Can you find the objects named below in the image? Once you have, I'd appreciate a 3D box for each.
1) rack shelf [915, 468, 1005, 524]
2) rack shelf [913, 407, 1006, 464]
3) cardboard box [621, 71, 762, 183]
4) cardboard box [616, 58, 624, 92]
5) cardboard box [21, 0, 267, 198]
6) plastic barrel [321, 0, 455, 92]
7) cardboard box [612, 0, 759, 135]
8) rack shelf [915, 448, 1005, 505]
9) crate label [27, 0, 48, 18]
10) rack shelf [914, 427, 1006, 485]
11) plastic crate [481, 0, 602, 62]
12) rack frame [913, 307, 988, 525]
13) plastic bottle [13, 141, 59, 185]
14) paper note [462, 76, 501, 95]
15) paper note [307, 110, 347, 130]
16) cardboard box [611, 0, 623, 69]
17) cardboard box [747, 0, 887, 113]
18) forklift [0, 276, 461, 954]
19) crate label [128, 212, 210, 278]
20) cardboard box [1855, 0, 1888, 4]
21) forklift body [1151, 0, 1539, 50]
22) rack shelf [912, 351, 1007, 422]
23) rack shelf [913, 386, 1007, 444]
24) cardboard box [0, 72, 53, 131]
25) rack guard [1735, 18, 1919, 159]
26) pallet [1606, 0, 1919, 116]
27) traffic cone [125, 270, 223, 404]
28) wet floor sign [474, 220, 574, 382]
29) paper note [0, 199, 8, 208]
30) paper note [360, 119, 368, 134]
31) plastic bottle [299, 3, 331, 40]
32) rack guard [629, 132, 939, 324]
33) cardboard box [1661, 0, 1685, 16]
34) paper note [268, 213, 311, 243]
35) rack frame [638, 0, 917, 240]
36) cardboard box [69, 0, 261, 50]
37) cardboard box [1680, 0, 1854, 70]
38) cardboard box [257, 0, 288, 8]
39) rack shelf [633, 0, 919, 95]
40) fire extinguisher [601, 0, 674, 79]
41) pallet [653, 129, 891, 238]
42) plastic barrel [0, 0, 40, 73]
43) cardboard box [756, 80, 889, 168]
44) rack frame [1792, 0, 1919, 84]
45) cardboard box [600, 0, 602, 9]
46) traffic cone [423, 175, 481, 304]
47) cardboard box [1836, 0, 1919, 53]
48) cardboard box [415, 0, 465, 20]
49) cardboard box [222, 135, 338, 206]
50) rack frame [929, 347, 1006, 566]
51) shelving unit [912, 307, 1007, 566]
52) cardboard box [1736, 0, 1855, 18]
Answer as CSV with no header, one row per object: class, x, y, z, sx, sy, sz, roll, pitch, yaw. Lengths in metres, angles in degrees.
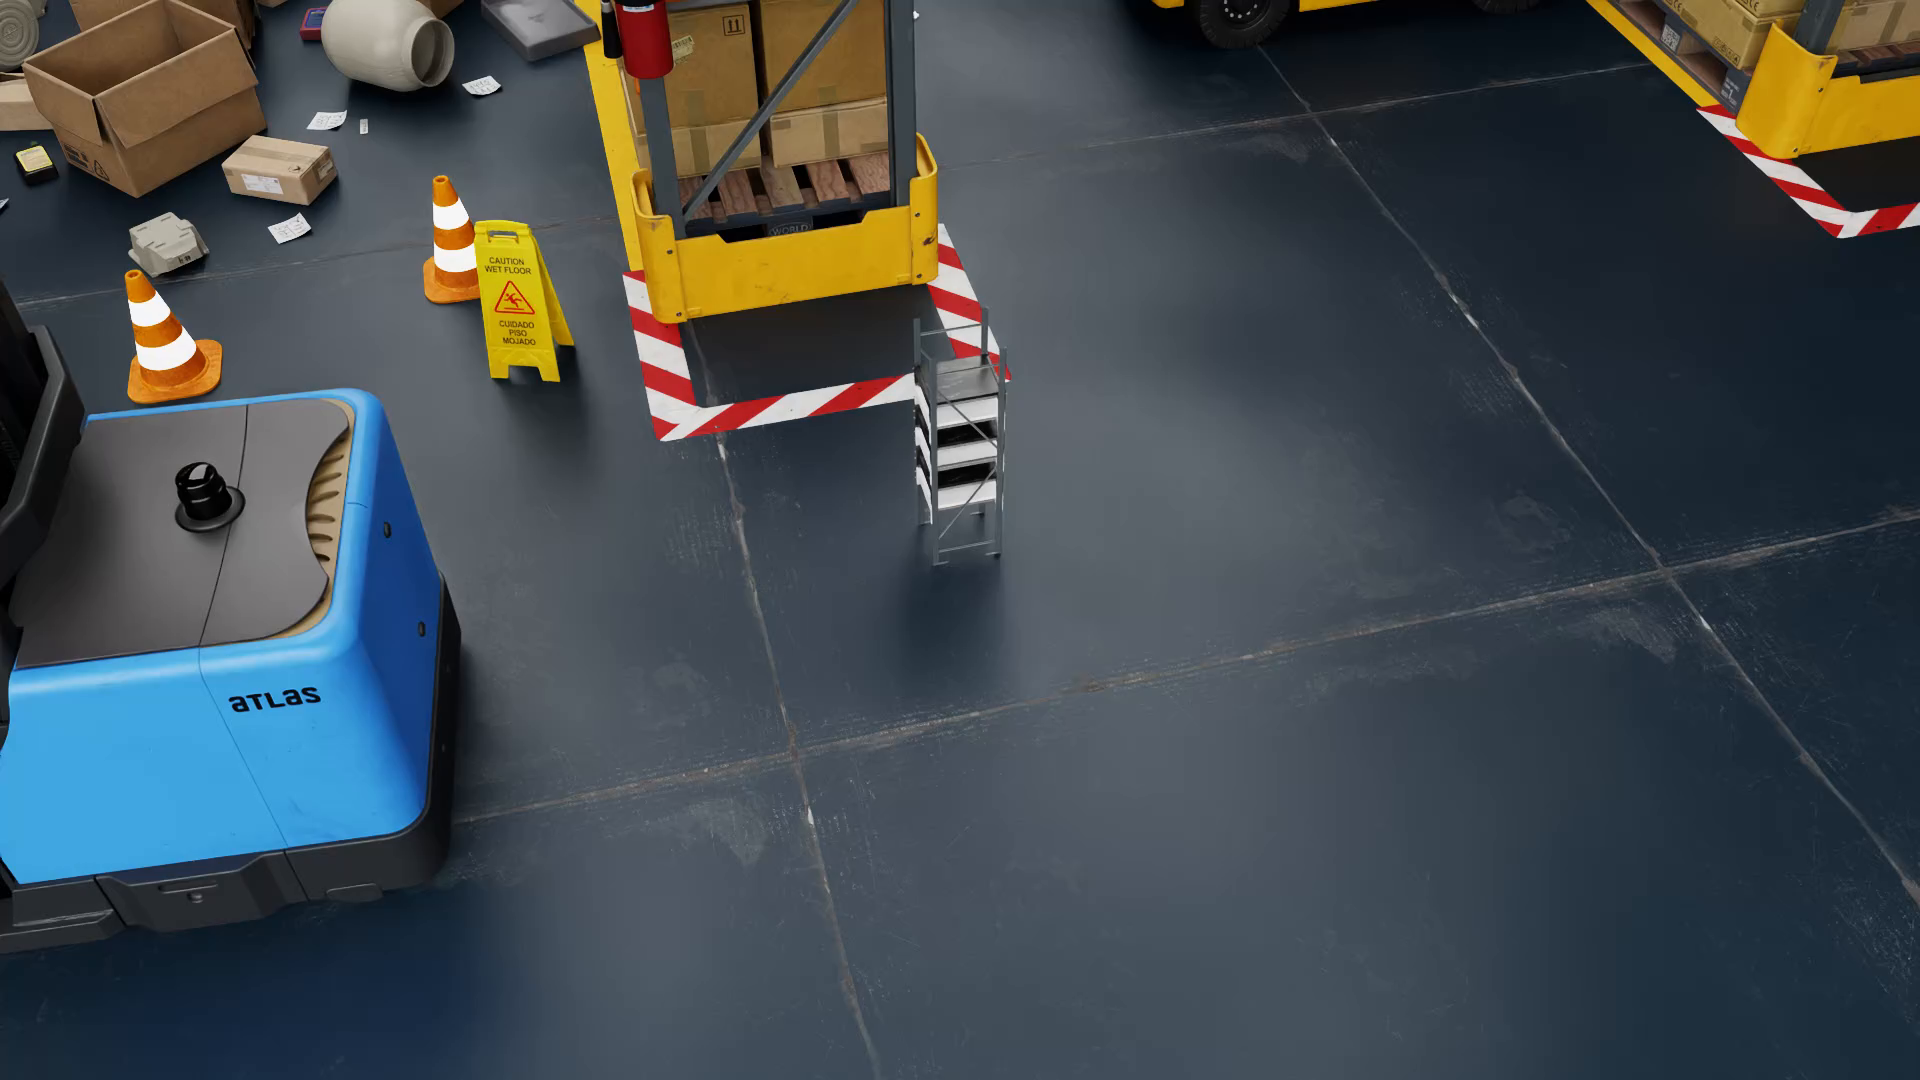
rack shelf,-0.002,-0.171,5.586,0.258,0.077,0.200,-11,47,-10
rack shelf,-0.002,-0.360,5.394,0.258,0.077,0.200,-11,47,-10
cardboard box,-1.137,-1.779,7.025,0.500,0.250,0.500,-11,47,-11
cardboard box,-1.255,-2.122,7.360,0.500,0.250,0.500,-11,47,-10
cardboard box,-3.560,-1.945,7.304,0.637,0.503,0.797,27,51,24
plastic barrel,-2.656,-2.317,7.724,0.512,0.421,0.421,19,48,17
cardboard box,-1.121,-2.022,6.737,0.500,0.500,0.500,-10,46,-10
rack shelf,-0.002,-0.234,5.522,0.258,0.077,0.200,-11,47,-10
crate label,-4.727,-2.686,8.286,0.250,0.136,0.298,27,51,24
rack shelf,-0.002,-0.297,5.458,0.258,0.077,0.200,-11,47,-10
plastic crate,-2.078,-2.575,8.218,0.402,0.080,0.583,-26,51,-24
rack frame,-0.028,-0.391,5.503,0.240,0.900,0.006,-11,47,-10
plastic bottle,-4.093,-1.673,7.346,0.133,0.061,0.283,-26,51,-24
paper note,-2.249,-2.142,7.828,0.142,0.019,0.148,-26,51,-24
paper note,-2.902,-1.929,7.627,0.148,0.019,0.142,4,46,4
cardboard box,-1.257,-2.382,7.090,0.500,0.500,0.500,-9,46,-9
cardboard box,-0.609,-2.140,6.853,0.500,0.500,0.500,-12,47,-12
forklift,-3.030,-0.200,3.893,3.031,2.935,1.130,-7,46,-7
crate label,-3.268,-1.222,6.852,0.250,0.136,0.298,-35,55,-30
cardboard box,4.214,-2.702,7.579,0.500,0.250,0.500,-10,46,-10
forklift body,1.885,-3.658,7.829,2.313,2.155,1.214,-11,47,-10
rack shelf,-0.002,-0.486,5.265,0.258,0.077,0.200,-11,47,-10
rack shelf,-0.002,-0.423,5.329,0.258,0.077,0.200,-11,47,-10
cardboard box,-4.226,-2.049,7.572,0.396,0.266,0.258,-3,46,-3
rack guard,4.140,-2.088,7.446,1.175,0.500,0.348,-11,47,-10
pallet,3.898,-2.524,8.076,1.003,0.211,1.213,-11,47,-10
traffic cone,-3.006,-0.805,6.215,0.336,0.463,0.334,-11,47,-10
wet floor sign,-1.649,-0.919,6.198,0.267,0.644,0.232,4,46,4
paper note,-4.172,-1.419,7.120,0.144,0.017,0.142,4,46,4
paper note,-2.723,-1.890,7.595,0.032,0.001,0.123,-11,47,-10
plastic bottle,-3.170,-2.569,8.224,0.133,0.061,0.283,-3,46,-3
rack guard,-0.683,-1.247,6.622,1.175,0.500,0.348,-11,47,-10
cardboard box,3.590,-2.776,8.001,0.500,0.250,0.500,-11,47,-10
paper note,-2.830,-1.319,7.021,0.148,0.019,0.142,-26,51,-24
rack frame,-0.663,-2.069,5.678,1.000,3.000,0.127,-11,47,-10
cardboard box,-3.808,-2.637,7.887,0.797,0.637,0.503,-11,47,-10
cardboard box,3.708,-2.431,7.663,0.500,0.250,0.500,-10,46,-10
cardboard box,-3.554,-2.919,8.425,0.396,0.266,0.258,27,51,24
rack shelf,-1.175,-3.198,7.288,1.077,0.370,4.000,-11,47,-10
fire extinguisher,-1.080,-1.879,5.545,0.296,0.674,0.183,-11,47,-10
pallet,-0.857,-1.713,7.281,1.003,0.211,1.213,-11,47,-10
plastic barrel,-4.673,-2.452,7.856,0.512,0.421,0.421,19,48,17
cardboard box,-0.603,-1.861,7.105,0.500,0.250,0.500,-11,47,-11
rack frame,4.134,-2.980,6.570,1.000,3.000,0.127,-11,47,-10
cardboard box,-1.395,-2.482,7.714,0.500,0.250,0.500,-12,47,-12
traffic cone,-2.020,-1.242,6.644,0.336,0.463,0.334,-11,47,-10
cardboard box,4.197,-2.539,7.769,0.500,0.250,0.500,-11,47,-10
cardboard box,-2.728,-2.968,8.307,0.500,0.500,0.500,19,48,17
cardboard box,-2.951,-1.607,7.220,0.380,0.149,0.250,11,47,11
rack frame,0.024,-0.250,5.365,0.240,0.900,0.006,-11,47,-10
shelving unit,-0.002,-0.321,5.434,0.258,0.900,0.210,-11,47,-10
cardboard box,3.707,-2.618,7.497,0.500,0.250,0.500,-11,47,-11
